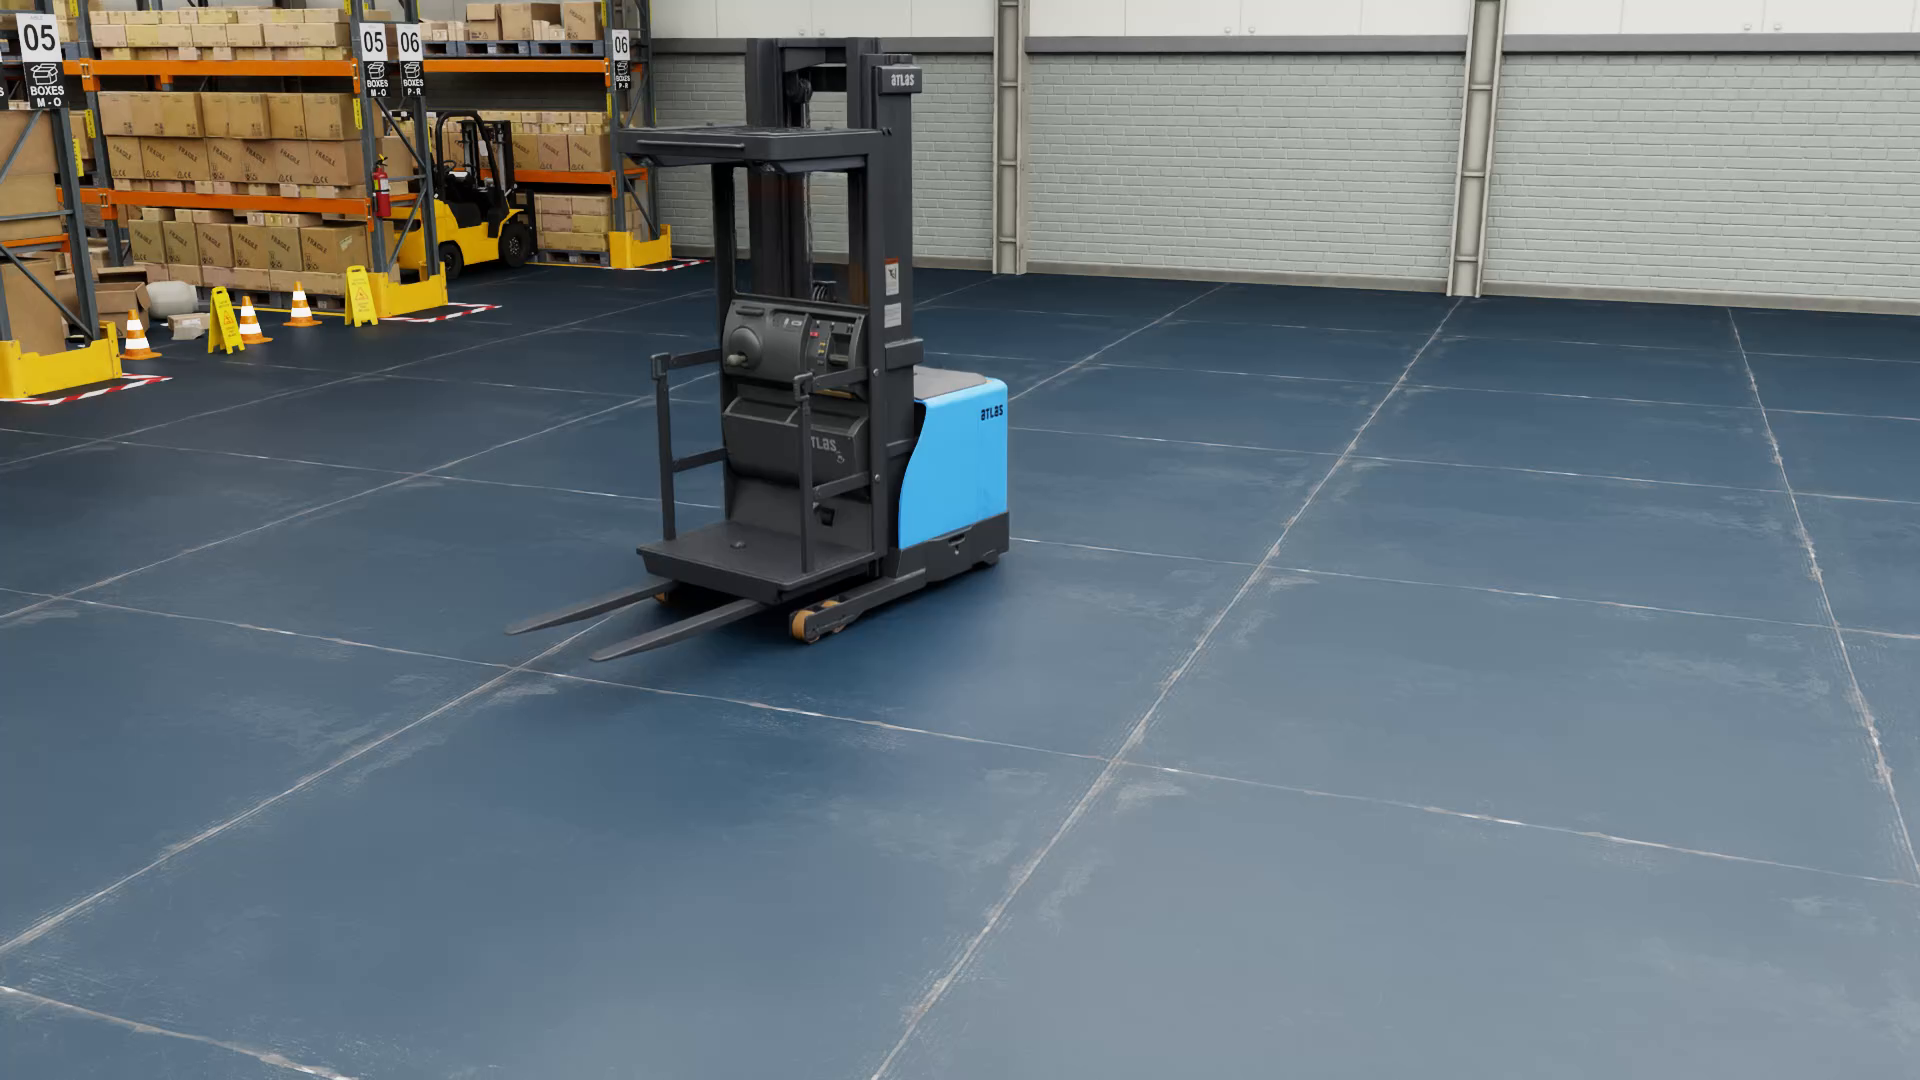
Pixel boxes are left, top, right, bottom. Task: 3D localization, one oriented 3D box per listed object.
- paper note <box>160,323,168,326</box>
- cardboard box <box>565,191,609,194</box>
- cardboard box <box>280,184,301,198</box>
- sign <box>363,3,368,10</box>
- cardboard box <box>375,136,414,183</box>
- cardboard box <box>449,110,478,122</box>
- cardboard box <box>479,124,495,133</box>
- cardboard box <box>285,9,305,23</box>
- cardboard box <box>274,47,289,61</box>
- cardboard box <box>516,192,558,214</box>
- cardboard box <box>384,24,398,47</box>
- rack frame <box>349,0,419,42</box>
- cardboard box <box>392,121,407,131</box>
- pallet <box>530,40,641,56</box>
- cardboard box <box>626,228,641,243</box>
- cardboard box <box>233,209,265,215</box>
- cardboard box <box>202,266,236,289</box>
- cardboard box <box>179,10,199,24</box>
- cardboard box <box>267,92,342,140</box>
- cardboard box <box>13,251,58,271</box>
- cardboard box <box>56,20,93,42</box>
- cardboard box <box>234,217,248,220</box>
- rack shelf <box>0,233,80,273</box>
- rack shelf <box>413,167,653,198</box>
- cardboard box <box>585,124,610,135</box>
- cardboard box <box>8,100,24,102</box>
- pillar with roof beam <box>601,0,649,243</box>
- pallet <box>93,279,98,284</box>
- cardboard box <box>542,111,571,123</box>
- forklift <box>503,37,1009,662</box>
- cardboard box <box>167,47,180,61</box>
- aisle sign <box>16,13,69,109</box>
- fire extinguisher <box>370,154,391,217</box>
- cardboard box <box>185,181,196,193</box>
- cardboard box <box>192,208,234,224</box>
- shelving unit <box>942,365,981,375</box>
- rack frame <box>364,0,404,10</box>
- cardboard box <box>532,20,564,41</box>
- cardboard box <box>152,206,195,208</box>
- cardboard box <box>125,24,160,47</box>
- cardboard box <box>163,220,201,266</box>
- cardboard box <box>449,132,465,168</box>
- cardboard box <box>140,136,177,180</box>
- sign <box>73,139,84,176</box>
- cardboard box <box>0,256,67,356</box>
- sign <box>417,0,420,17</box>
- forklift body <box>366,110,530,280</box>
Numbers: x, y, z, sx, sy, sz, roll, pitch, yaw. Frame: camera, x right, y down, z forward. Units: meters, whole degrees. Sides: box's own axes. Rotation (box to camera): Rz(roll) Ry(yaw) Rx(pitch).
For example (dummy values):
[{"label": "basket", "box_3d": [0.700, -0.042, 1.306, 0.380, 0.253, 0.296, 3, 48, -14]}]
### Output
[{"label": "paper note", "box_3d": [-8.746, -2.395, 18.389, 0.142, 0.019, 0.148, 14, 21, 40]}, {"label": "cardboard box", "box_3d": [-5.427, -4.918, 24.118, 0.500, 0.250, 0.500, 6, 17, 21]}, {"label": "cardboard box", "box_3d": [-7.585, -4.030, 19.125, 0.250, 0.149, 0.380, 7, 17, 22]}, {"label": "sign", "box_3d": [-8.494, -7.515, 23.809, 0.005, 0.325, 0.100, 6, 17, 21]}, {"label": "cardboard box", "box_3d": [-6.740, -4.431, 19.345, 0.500, 0.500, 0.500, 6, 17, 20]}, {"label": "cardboard box", "box_3d": [-7.146, -6.110, 23.965, 0.250, 0.149, 0.380, 6, 17, 20]}, {"label": "cardboard box", "box_3d": [-6.673, -5.912, 23.817, 0.250, 0.149, 0.380, 6, 17, 19]}, {"label": "cardboard box", "box_3d": [-7.294, -5.839, 18.546, 0.250, 0.149, 0.380, 6, 17, 20]}, {"label": "cardboard box", "box_3d": [-7.525, -5.500, 18.810, 0.250, 0.149, 0.380, 6, 17, 21]}, {"label": "cardboard box", "box_3d": [-6.076, -4.835, 23.834, 0.500, 0.250, 0.500, 7, 17, 21]}, {"label": "cardboard box", "box_3d": [-6.771, -5.752, 18.962, 0.500, 0.250, 0.500, 6, 17, 20]}, {"label": "rack frame", "box_3d": [-6.401, -7.001, 18.149, 0.127, 3.000, 1.000, 6, 17, 21]}, {"label": "cardboard box", "box_3d": [-8.104, -6.076, 24.379, 0.250, 0.149, 0.380, 6, 17, 20]}, {"label": "pallet", "box_3d": [-5.231, -6.885, 23.288, 1.213, 0.211, 1.003, 6, 17, 21]}, {"label": "cardboard box", "box_3d": [-4.968, -4.390, 24.094, 0.500, 0.250, 0.500, 6, 17, 21]}, {"label": "cardboard box", "box_3d": [-10.839, -5.155, 26.058, 0.625, 0.625, 0.875, 7, 18, 22]}, {"label": "cardboard box", "box_3d": [-8.677, -3.175, 19.908, 0.500, 0.250, 0.500, 6, 17, 20]}, {"label": "cardboard box", "box_3d": [-8.717, -5.996, 19.088, 0.250, 0.149, 0.380, 6, 17, 20]}, {"label": "cardboard box", "box_3d": [-7.424, -4.841, 18.961, 0.500, 0.500, 0.700, 6, 17, 21]}, {"label": "cardboard box", "box_3d": [-10.747, -3.228, 19.037, 0.500, 0.500, 0.500, 6, 17, 21]}, {"label": "cardboard box", "box_3d": [-10.718, -6.122, 20.016, 0.500, 0.250, 0.500, 6, 17, 20]}, {"label": "cardboard box", "box_3d": [-8.524, -3.676, 20.290, 0.500, 0.500, 0.500, 7, 18, 24]}, {"label": "rack shelf", "box_3d": [-9.983, -2.685, 15.333, 4.000, 0.370, 1.077, 6, 17, 21]}, {"label": "rack shelf", "box_3d": [-6.443, -5.267, 24.227, 4.000, 0.370, 1.077, 6, 17, 21]}, {"label": "cardboard box", "box_3d": [-5.008, -5.730, 23.189, 0.250, 0.149, 0.380, 7, 17, 21]}, {"label": "cardboard box", "box_3d": [-12.217, -5.548, 21.276, 0.250, 0.149, 0.380, 5, 17, 18]}, {"label": "pillar with roof beam", "box_3d": [-6.479, -7.477, 19.790, 0.400, 9.000, 9.100, 6, 17, 21]}, {"label": "pallet", "box_3d": [-10.846, -3.269, 21.057, 1.213, 0.211, 1.003, 6, 17, 21]}, {"label": "cardboard box", "box_3d": [-5.692, -5.974, 23.495, 0.250, 0.149, 0.380, 6, 17, 21]}, {"label": "forklift", "box_3d": [-0.998, -1.042, 8.506, 1.130, 2.935, 3.031, 12, 20, 35]}, {"label": "cardboard box", "box_3d": [-8.965, -5.650, 19.325, 0.250, 0.149, 0.380, 6, 17, 19]}, {"label": "aisle sign", "box_3d": [-7.947, -4.145, 14.409, 0.004, 0.787, 0.394, 6, 17, 21]}, {"label": "fire extinguisher", "box_3d": [-6.463, -3.952, 18.545, 0.183, 0.674, 0.296, 6, 17, 21]}, {"label": "cardboard box", "box_3d": [-8.957, -4.208, 19.739, 0.250, 0.149, 0.380, 6, 17, 20]}, {"label": "cardboard box", "box_3d": [-8.847, -3.845, 19.707, 0.250, 0.149, 0.380, 7, 18, 24]}, {"label": "shelving unit", "box_3d": [-0.031, -0.513, 10.059, 0.252, 1.050, 0.215, 8, 18, 25]}, {"label": "rack frame", "box_3d": [-8.304, -8.698, 23.995, 0.127, 3.000, 1.000, 6, 17, 21]}, {"label": "cardboard box", "box_3d": [-5.701, -7.066, 23.060, 0.258, 0.266, 0.396, 6, 17, 21]}, {"label": "cardboard box", "box_3d": [-12.497, -5.215, 26.487, 0.500, 0.500, 0.500, 7, 18, 22]}, {"label": "cardboard box", "box_3d": [-9.330, -5.874, 19.383, 0.500, 0.250, 0.500, 6, 17, 20]}, {"label": "cardboard box", "box_3d": [-9.170, -3.589, 19.988, 0.500, 0.500, 0.500, 7, 18, 23]}, {"label": "cardboard box", "box_3d": [-7.025, -5.652, 24.081, 0.500, 0.500, 0.500, 6, 17, 20]}, {"label": "cardboard box", "box_3d": [-9.339, -4.558, 19.780, 0.500, 0.500, 0.500, 6, 17, 20]}, {"label": "sign", "box_3d": [-7.914, -3.423, 14.890, 0.005, 0.325, 0.100, 6, 17, 21]}, {"label": "cardboard box", "box_3d": [-8.778, -2.060, 14.946, 0.875, 0.875, 0.875, 6, 17, 21]}, {"label": "sign", "box_3d": [-6.202, -6.121, 18.931, 0.005, 0.325, 0.100, 6, 17, 21]}, {"label": "forklift body", "box_3d": [-7.016, -4.721, 22.578, 1.214, 2.155, 2.313, 6, 17, 21]}]
